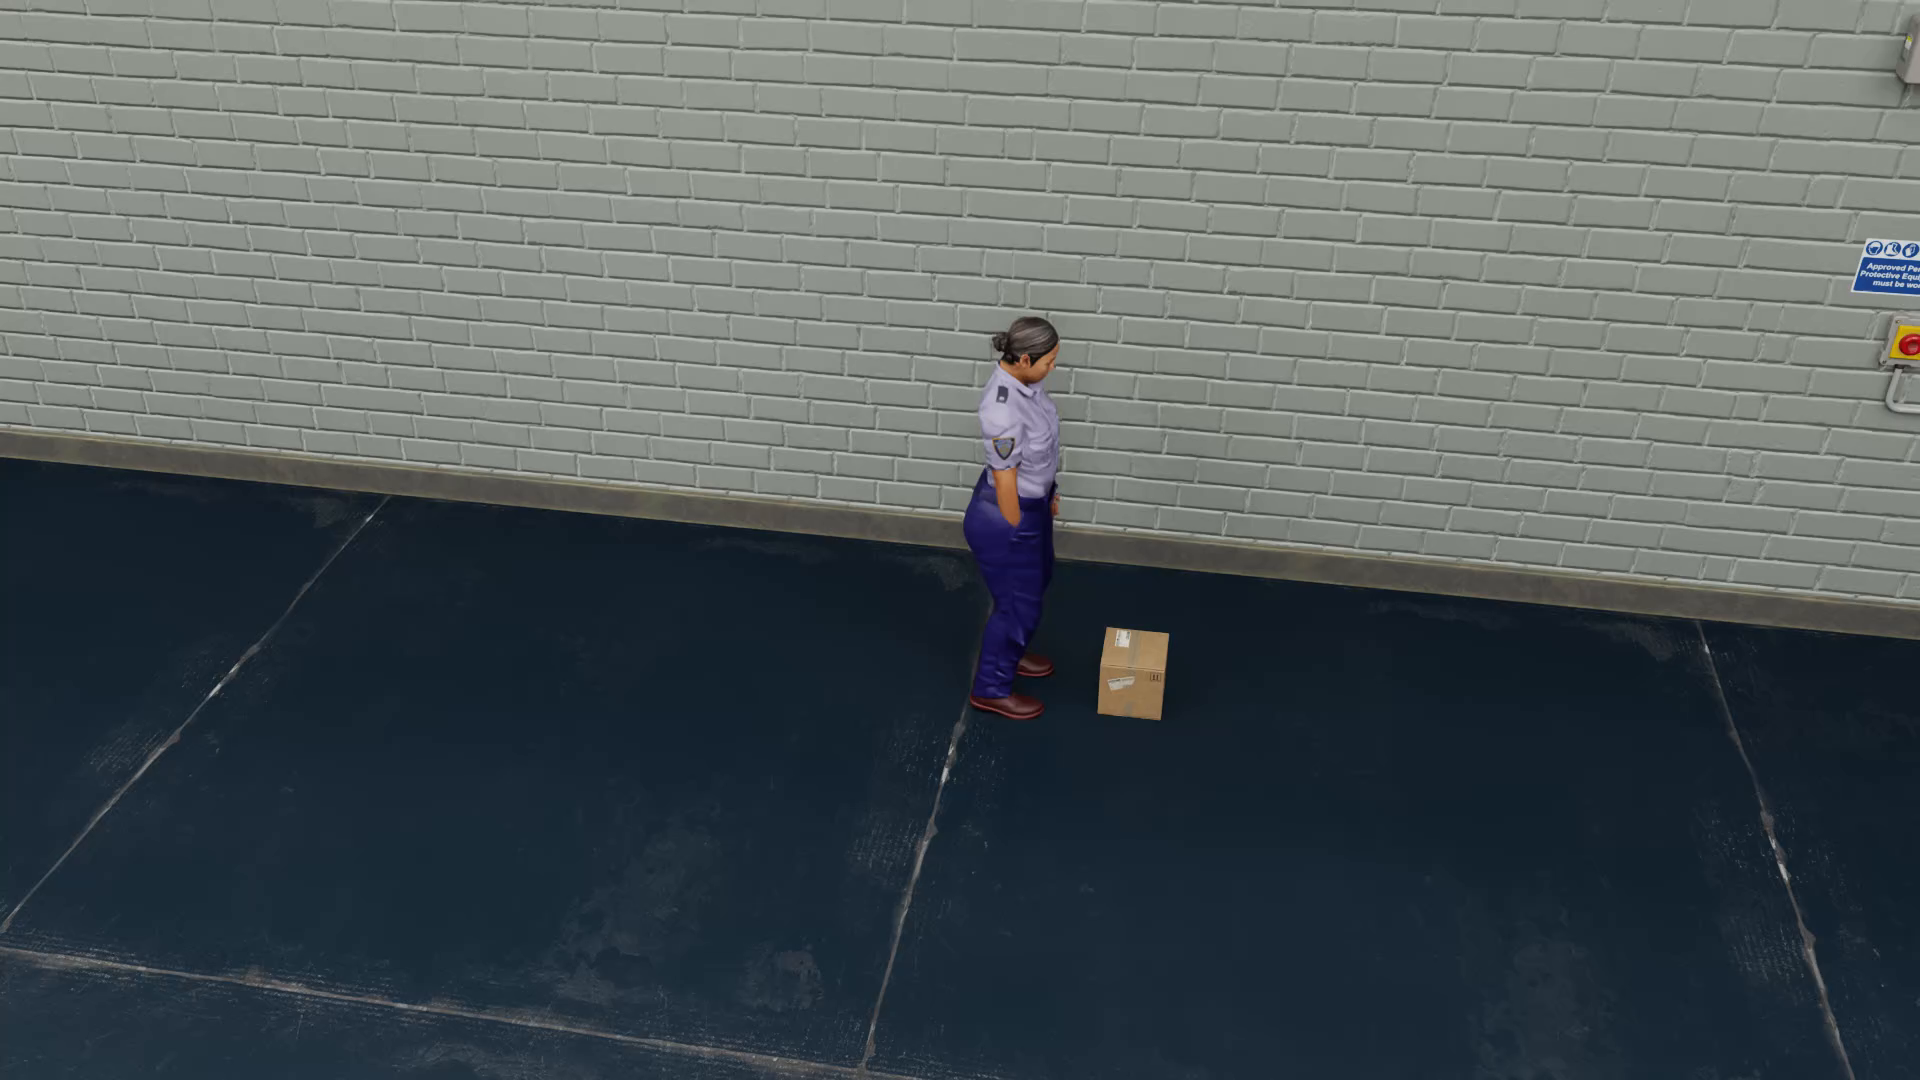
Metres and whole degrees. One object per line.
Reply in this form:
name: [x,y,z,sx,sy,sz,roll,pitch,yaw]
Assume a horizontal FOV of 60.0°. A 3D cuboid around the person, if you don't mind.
person: [0.216,-0.101,6.333,0.306,1.636,0.480,6,33,9]
